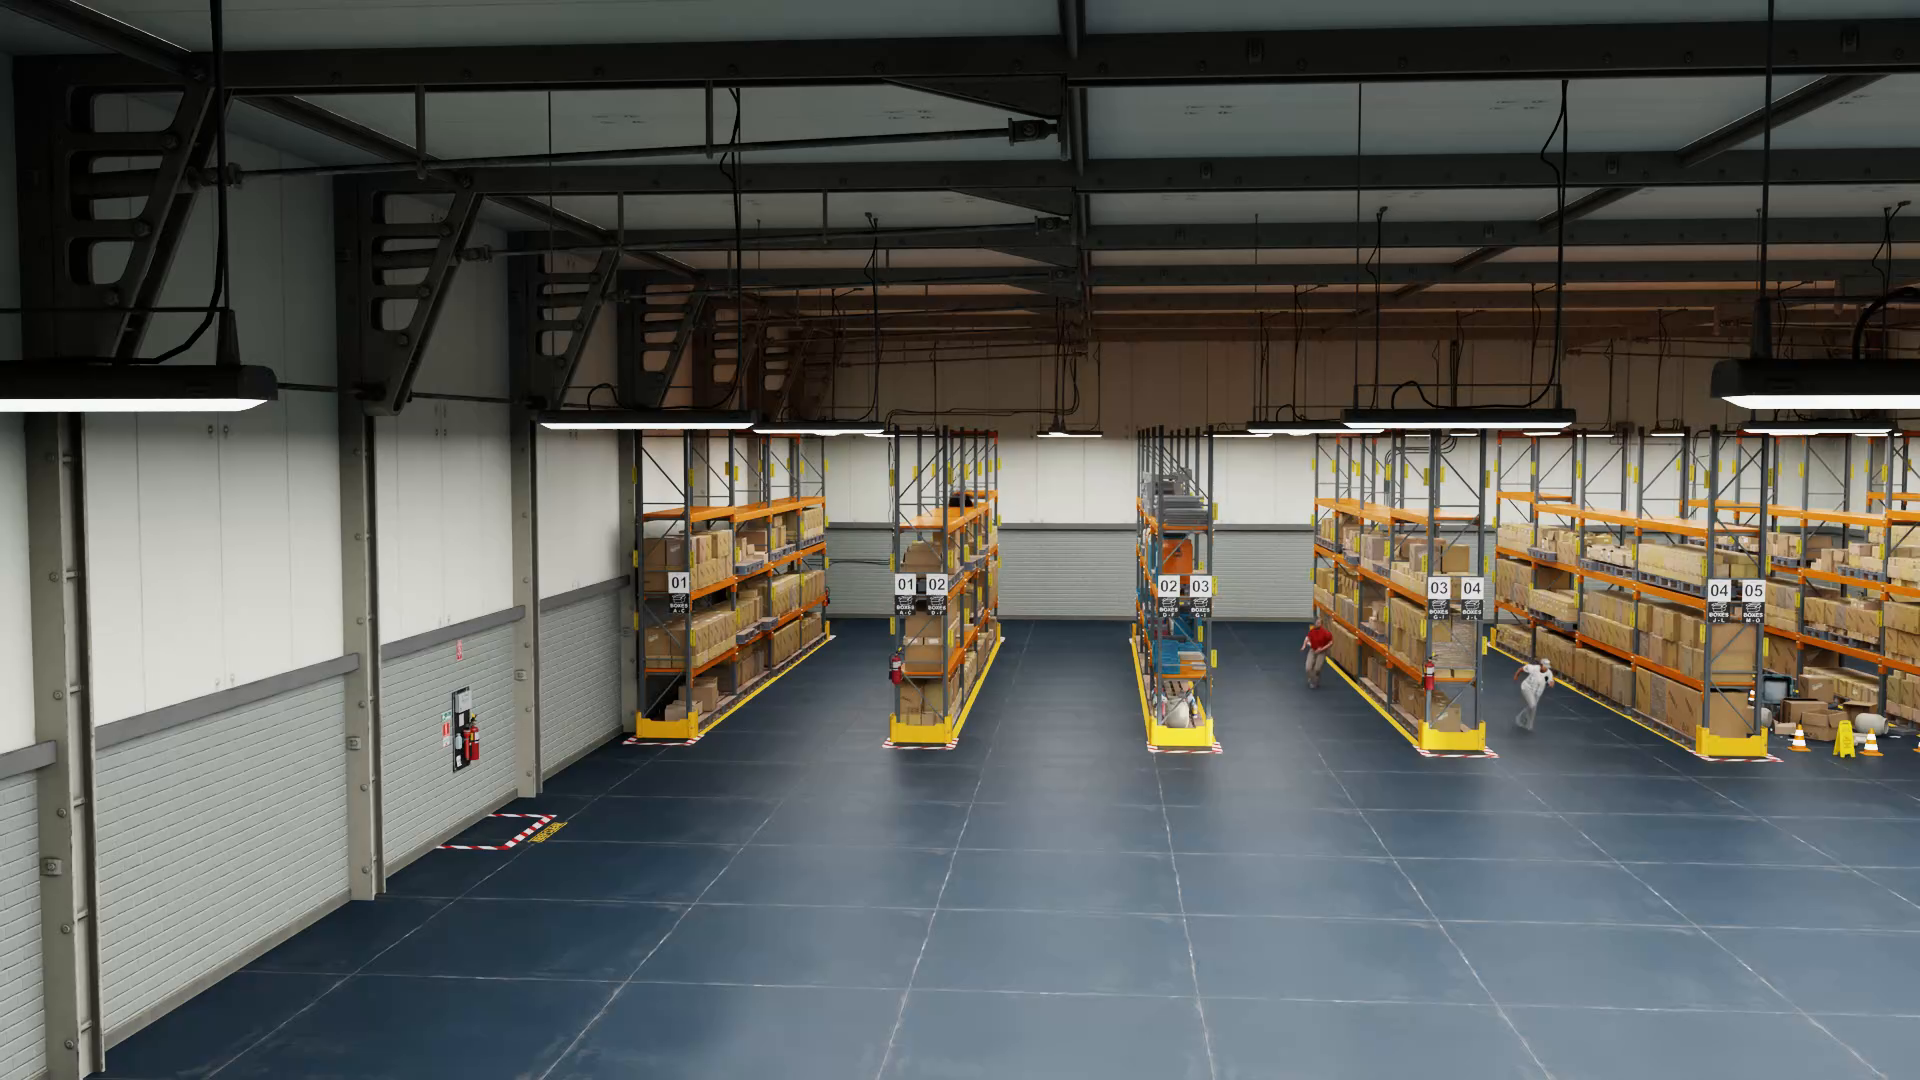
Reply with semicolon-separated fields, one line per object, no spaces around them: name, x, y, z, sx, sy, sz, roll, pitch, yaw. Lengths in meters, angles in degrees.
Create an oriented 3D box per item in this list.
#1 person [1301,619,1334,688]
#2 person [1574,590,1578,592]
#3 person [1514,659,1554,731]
person;8.273;2.623;38.418;0.744;1.638;0.530;2;4;30
person;17.245;2.094;46.474;0.776;1.717;0.566;3;5;45
person;11.337;3.016;32.767;0.557;1.445;1.039;-1;3;-11
